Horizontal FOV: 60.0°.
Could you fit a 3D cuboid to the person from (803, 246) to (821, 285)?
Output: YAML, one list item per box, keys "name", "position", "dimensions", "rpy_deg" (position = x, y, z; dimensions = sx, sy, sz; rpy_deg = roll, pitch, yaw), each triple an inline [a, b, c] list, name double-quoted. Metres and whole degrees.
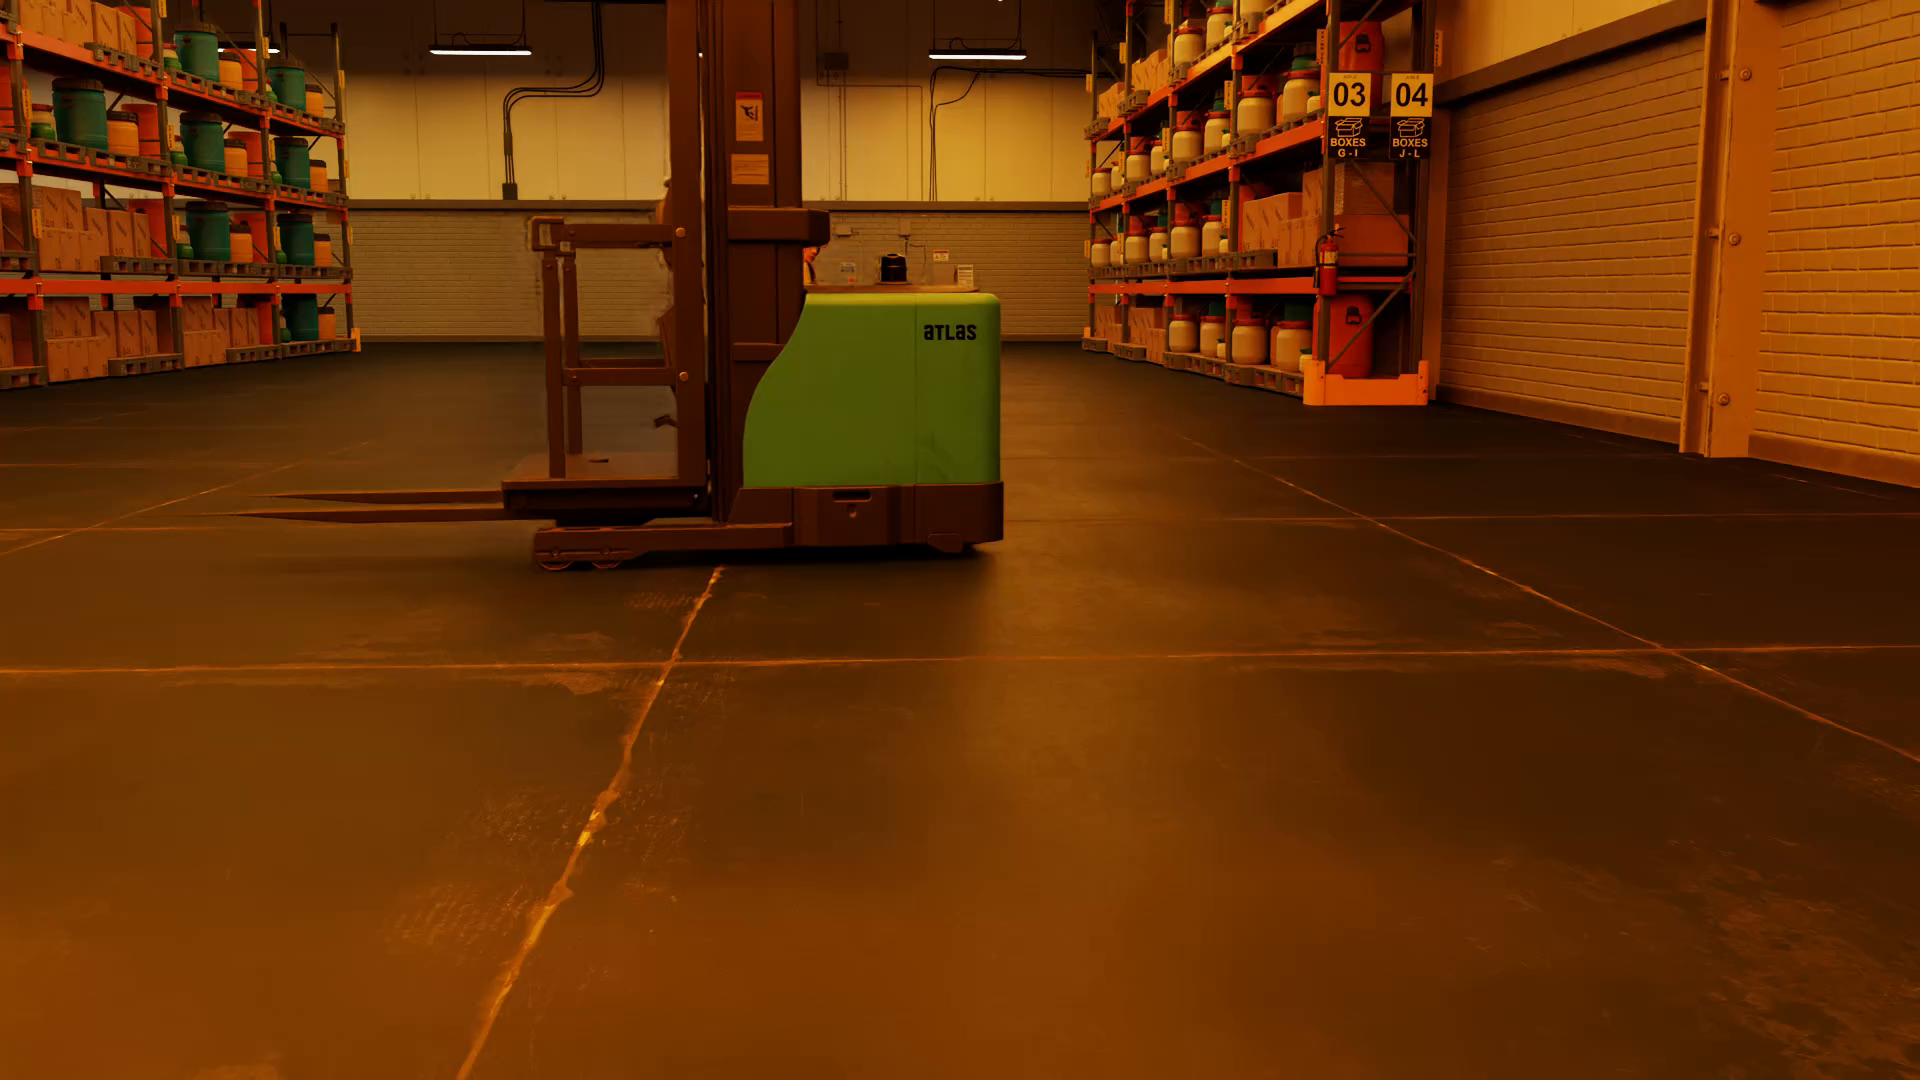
- name: "person"
  position: [-0.742, -0.940, 8.796]
  dimensions: [0.637, 1.444, 0.714]
  rpy_deg: [6, 10, 35]

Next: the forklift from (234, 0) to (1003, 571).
- name: "forklift"
  position: [-1.385, -1.413, 6.850]
  dimensions: [3.031, 2.935, 1.130]
  rpy_deg: [-1, 9, -9]
